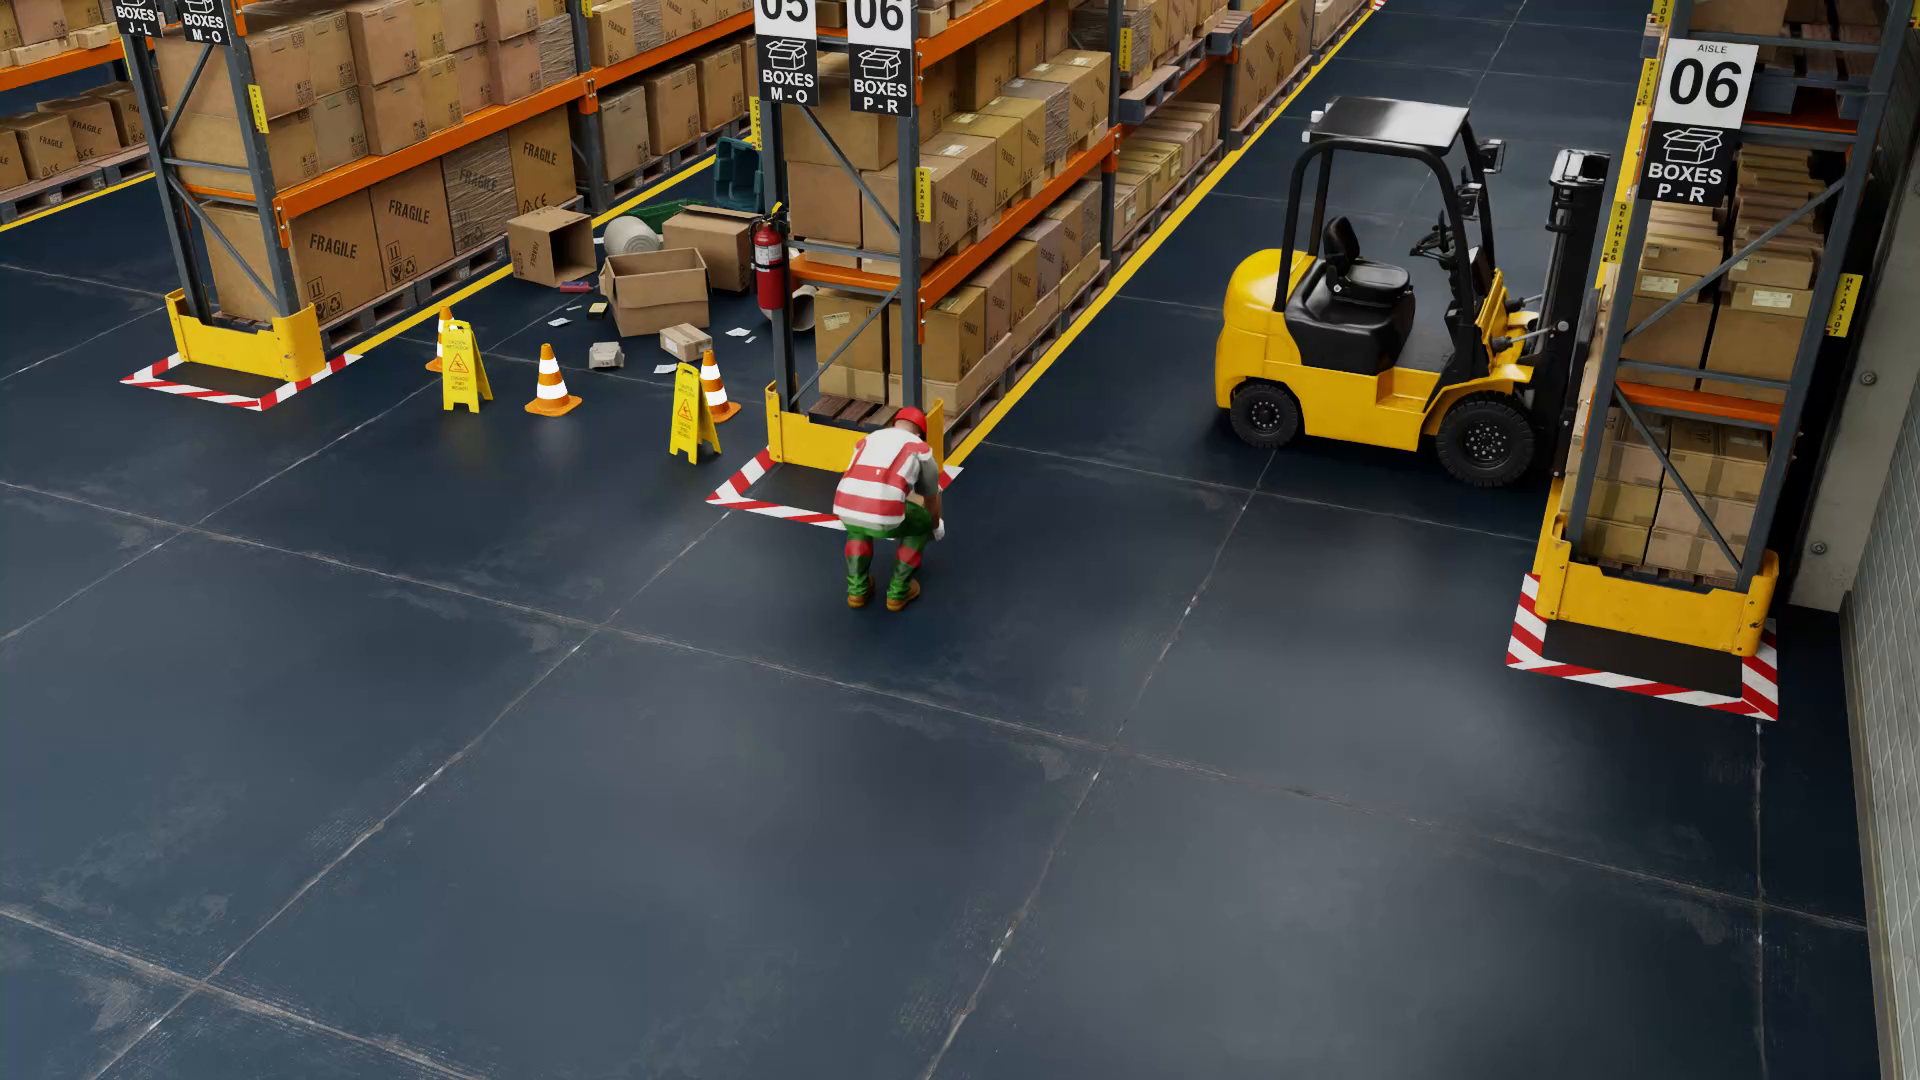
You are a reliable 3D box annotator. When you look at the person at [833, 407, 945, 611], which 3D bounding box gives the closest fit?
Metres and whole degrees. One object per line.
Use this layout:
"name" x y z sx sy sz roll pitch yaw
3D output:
"person" -0.400 -0.155 9.472 0.530 0.986 0.950 10 31 17
